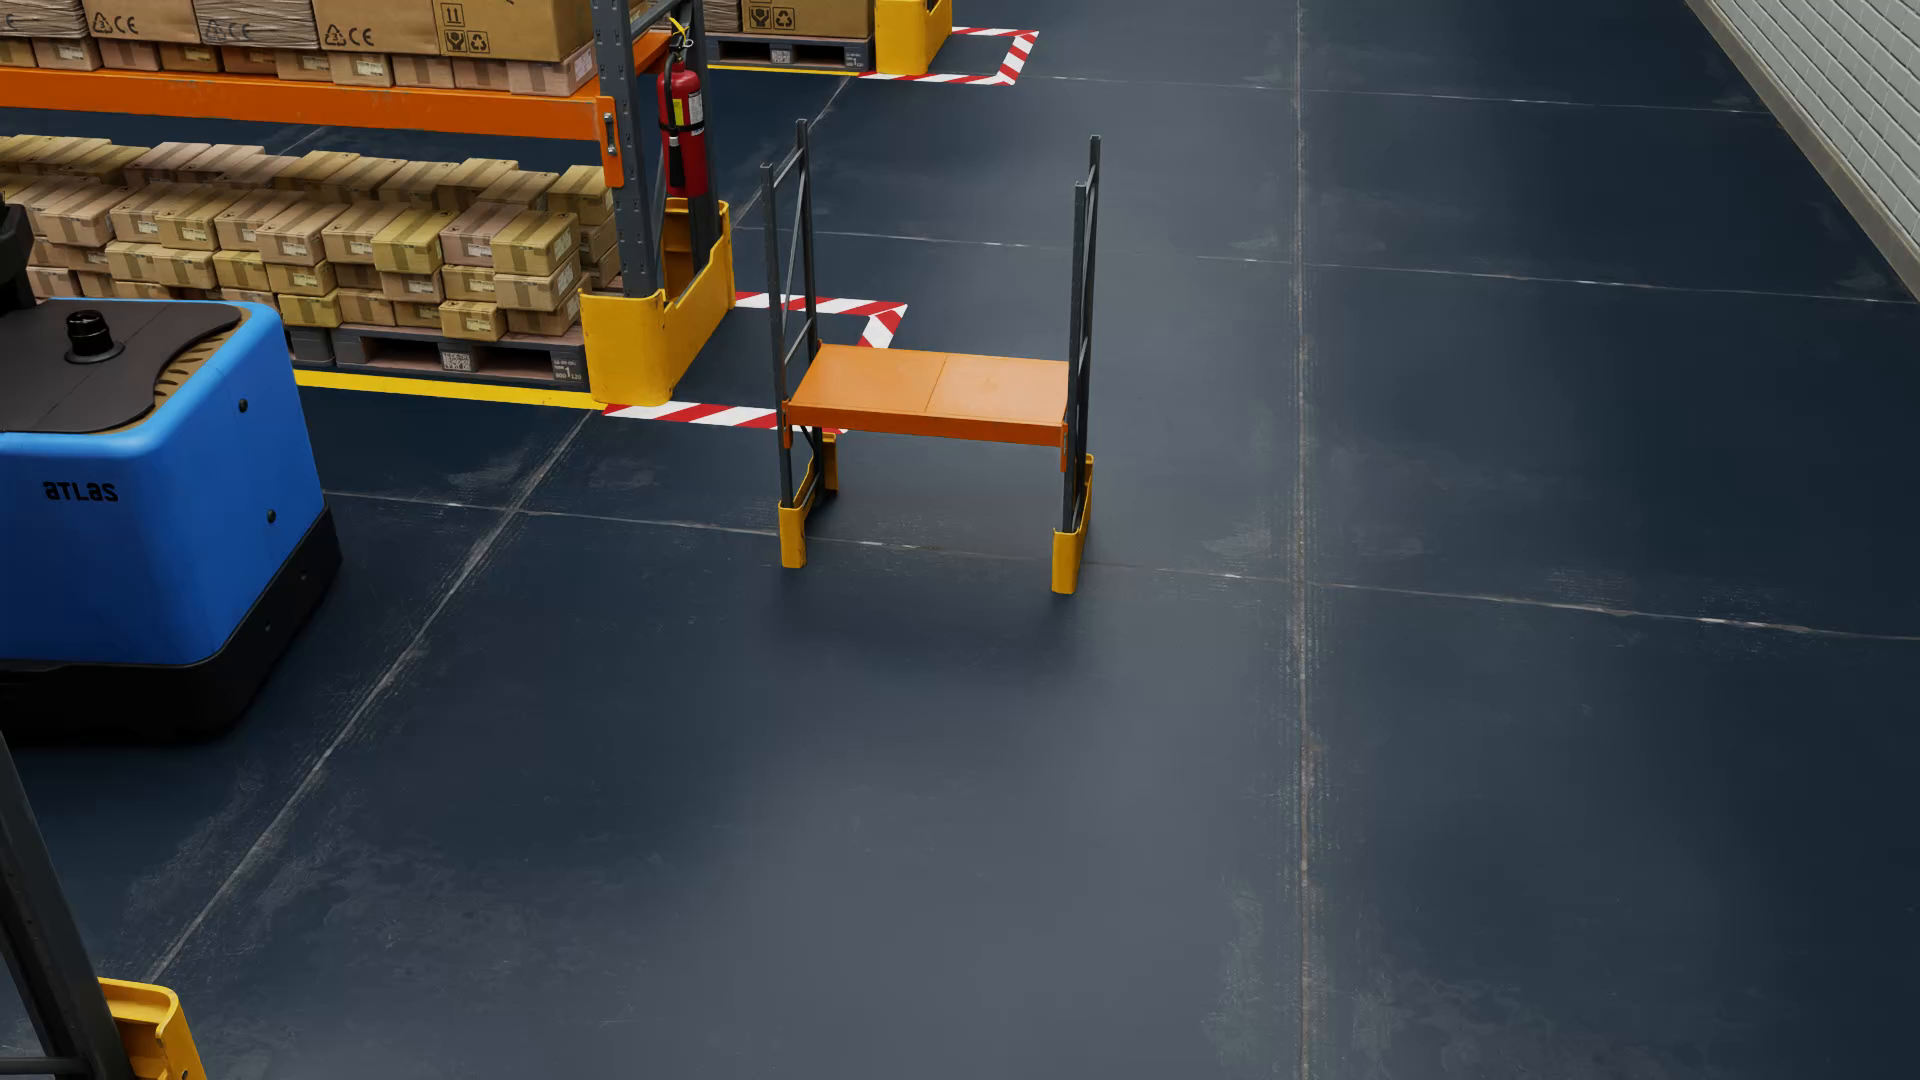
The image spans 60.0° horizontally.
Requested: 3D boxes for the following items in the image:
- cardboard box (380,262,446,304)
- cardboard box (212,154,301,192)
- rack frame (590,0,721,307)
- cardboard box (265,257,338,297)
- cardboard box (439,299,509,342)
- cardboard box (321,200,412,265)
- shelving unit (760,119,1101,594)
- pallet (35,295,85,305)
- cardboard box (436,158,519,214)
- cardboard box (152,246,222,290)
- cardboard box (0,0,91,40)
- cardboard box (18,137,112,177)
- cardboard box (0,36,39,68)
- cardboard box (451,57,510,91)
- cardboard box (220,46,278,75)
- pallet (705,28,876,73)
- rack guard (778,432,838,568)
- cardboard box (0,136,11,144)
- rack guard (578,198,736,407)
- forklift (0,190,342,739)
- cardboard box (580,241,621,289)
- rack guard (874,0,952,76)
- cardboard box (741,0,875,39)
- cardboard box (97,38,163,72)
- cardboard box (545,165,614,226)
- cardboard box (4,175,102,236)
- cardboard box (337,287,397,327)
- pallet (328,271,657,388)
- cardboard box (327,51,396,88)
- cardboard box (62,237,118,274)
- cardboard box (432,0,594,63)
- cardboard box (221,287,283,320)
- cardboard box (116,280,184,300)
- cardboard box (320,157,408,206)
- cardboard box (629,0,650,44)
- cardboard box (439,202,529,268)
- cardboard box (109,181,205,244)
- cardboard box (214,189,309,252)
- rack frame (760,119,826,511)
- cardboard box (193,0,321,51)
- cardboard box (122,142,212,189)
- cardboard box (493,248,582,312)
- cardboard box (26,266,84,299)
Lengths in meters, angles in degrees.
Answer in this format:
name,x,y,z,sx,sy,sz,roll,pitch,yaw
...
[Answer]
name,x,y,z,sx,sy,sz,roll,pitch,yaw
cardboard box,-2.354,-1.192,7.338,0.250,0.149,0.380,4,32,6
cardboard box,-3.297,-1.679,7.836,0.250,0.149,0.380,5,32,8
rack frame,-1.273,-2.153,6.863,0.127,3.000,1.000,5,32,8
cardboard box,-2.866,-1.232,7.401,0.250,0.149,0.380,6,32,9
cardboard box,-2.097,-1.031,7.361,0.250,0.149,0.380,6,33,10
cardboard box,-2.597,-1.355,7.318,0.250,0.149,0.380,4,32,6
shelving unit,-0.075,-0.643,5.863,1.083,1.500,0.587,5,32,8
pallet,-4.548,-1.287,8.107,1.213,0.211,1.003,5,32,8
cardboard box,-2.251,-1.651,7.790,0.250,0.149,0.380,5,32,8
cardboard box,-3.392,-1.274,7.470,0.250,0.149,0.380,5,32,9
cardboard box,-3.791,-2.399,6.880,0.500,0.500,0.500,5,32,7
cardboard box,-4.316,-1.816,8.054,0.250,0.149,0.380,5,32,8
cardboard box,-3.948,-2.143,7.083,0.250,0.149,0.380,6,33,9
cardboard box,-1.881,-1.970,6.807,0.250,0.149,0.380,5,32,8
cardboard box,-2.897,-2.089,6.997,0.250,0.149,0.380,4,32,6
pallet,-1.140,-3.587,11.781,1.213,0.211,1.003,5,32,8
rack guard,-0.566,-0.157,6.266,0.087,0.250,0.587,5,32,8
cardboard box,-4.821,-1.836,8.087,0.250,0.149,0.380,6,33,10
rack guard,-1.348,-1.100,7.537,0.348,0.500,1.175,5,32,8
forklift,-3.757,-0.911,4.942,3.031,2.935,1.130,2,32,3
cardboard box,-1.735,-1.337,7.850,0.250,0.149,0.380,6,33,9
rack guard,-0.315,-3.677,11.653,0.348,0.500,1.175,5,32,8
cardboard box,-0.983,-4.031,11.469,0.875,0.875,0.875,5,32,8
cardboard box,-3.413,-2.116,7.039,0.250,0.149,0.380,6,33,10
cardboard box,-1.732,-1.599,7.709,0.250,0.149,0.380,4,32,6
cardboard box,-4.131,-1.529,7.596,0.250,0.149,0.380,4,32,7
cardboard box,-2.589,-1.115,7.495,0.250,0.149,0.380,5,32,9
pallet,-2.143,-1.069,7.759,1.213,0.211,1.003,5,32,8
cardboard box,-2.386,-1.995,6.847,0.250,0.149,0.380,6,33,10
cardboard box,-3.869,-1.365,7.615,0.250,0.149,0.380,7,33,10
cardboard box,-1.759,-2.227,6.606,0.500,0.500,0.500,6,33,9
cardboard box,-3.117,-1.139,7.534,0.250,0.149,0.380,6,33,9
cardboard box,-3.625,-1.185,7.607,0.250,0.149,0.380,4,32,7
cardboard box,-2.781,-1.659,7.804,0.250,0.149,0.380,6,33,10
cardboard box,-1.537,-2.247,7.250,0.250,0.149,0.380,5,32,8
cardboard box,-2.075,-1.342,7.298,0.250,0.149,0.380,6,33,9
cardboard box,-3.611,-1.483,7.522,0.250,0.149,0.380,4,32,6
cardboard box,-3.112,-1.431,7.440,0.250,0.149,0.380,4,32,7
rack frame,-0.585,-0.689,5.937,0.032,1.500,0.500,5,32,8
cardboard box,-2.767,-2.316,6.748,0.500,0.500,0.500,5,32,8
cardboard box,-3.791,-1.776,7.991,0.250,0.149,0.380,4,32,6
cardboard box,-1.841,-1.147,7.266,0.250,0.149,0.380,4,32,7
cardboard box,-4.136,-1.264,7.733,0.250,0.149,0.380,5,32,7
